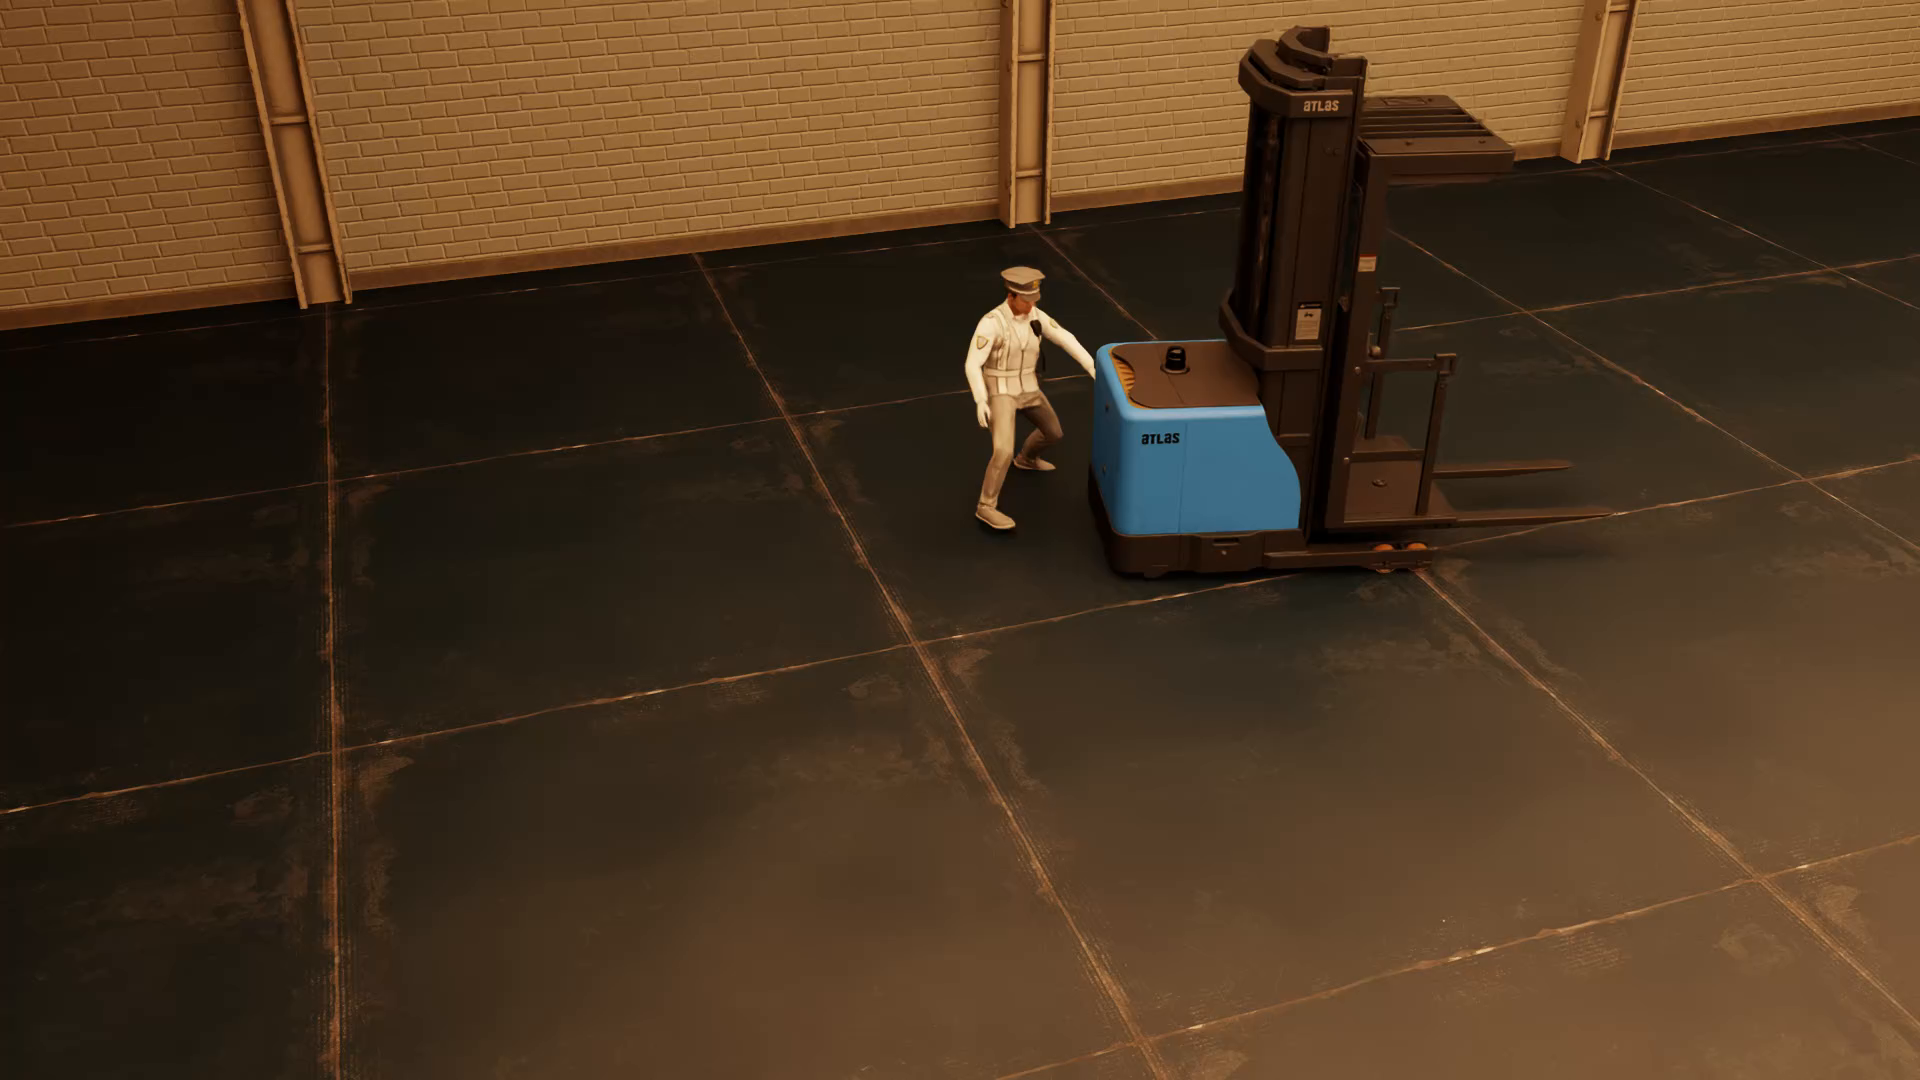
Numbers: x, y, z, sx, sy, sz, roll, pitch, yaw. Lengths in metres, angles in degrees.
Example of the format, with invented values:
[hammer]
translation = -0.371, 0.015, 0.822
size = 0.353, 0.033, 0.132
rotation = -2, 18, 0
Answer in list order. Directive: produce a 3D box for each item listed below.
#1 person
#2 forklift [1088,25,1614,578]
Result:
[person]
translation = 0.399, -0.908, 10.135
size = 0.899, 1.537, 0.774
rotation = -18, 34, -28
[forklift]
translation = 2.342, -1.338, 9.413
size = 3.031, 2.935, 1.130
rotation = -2, 30, -4
